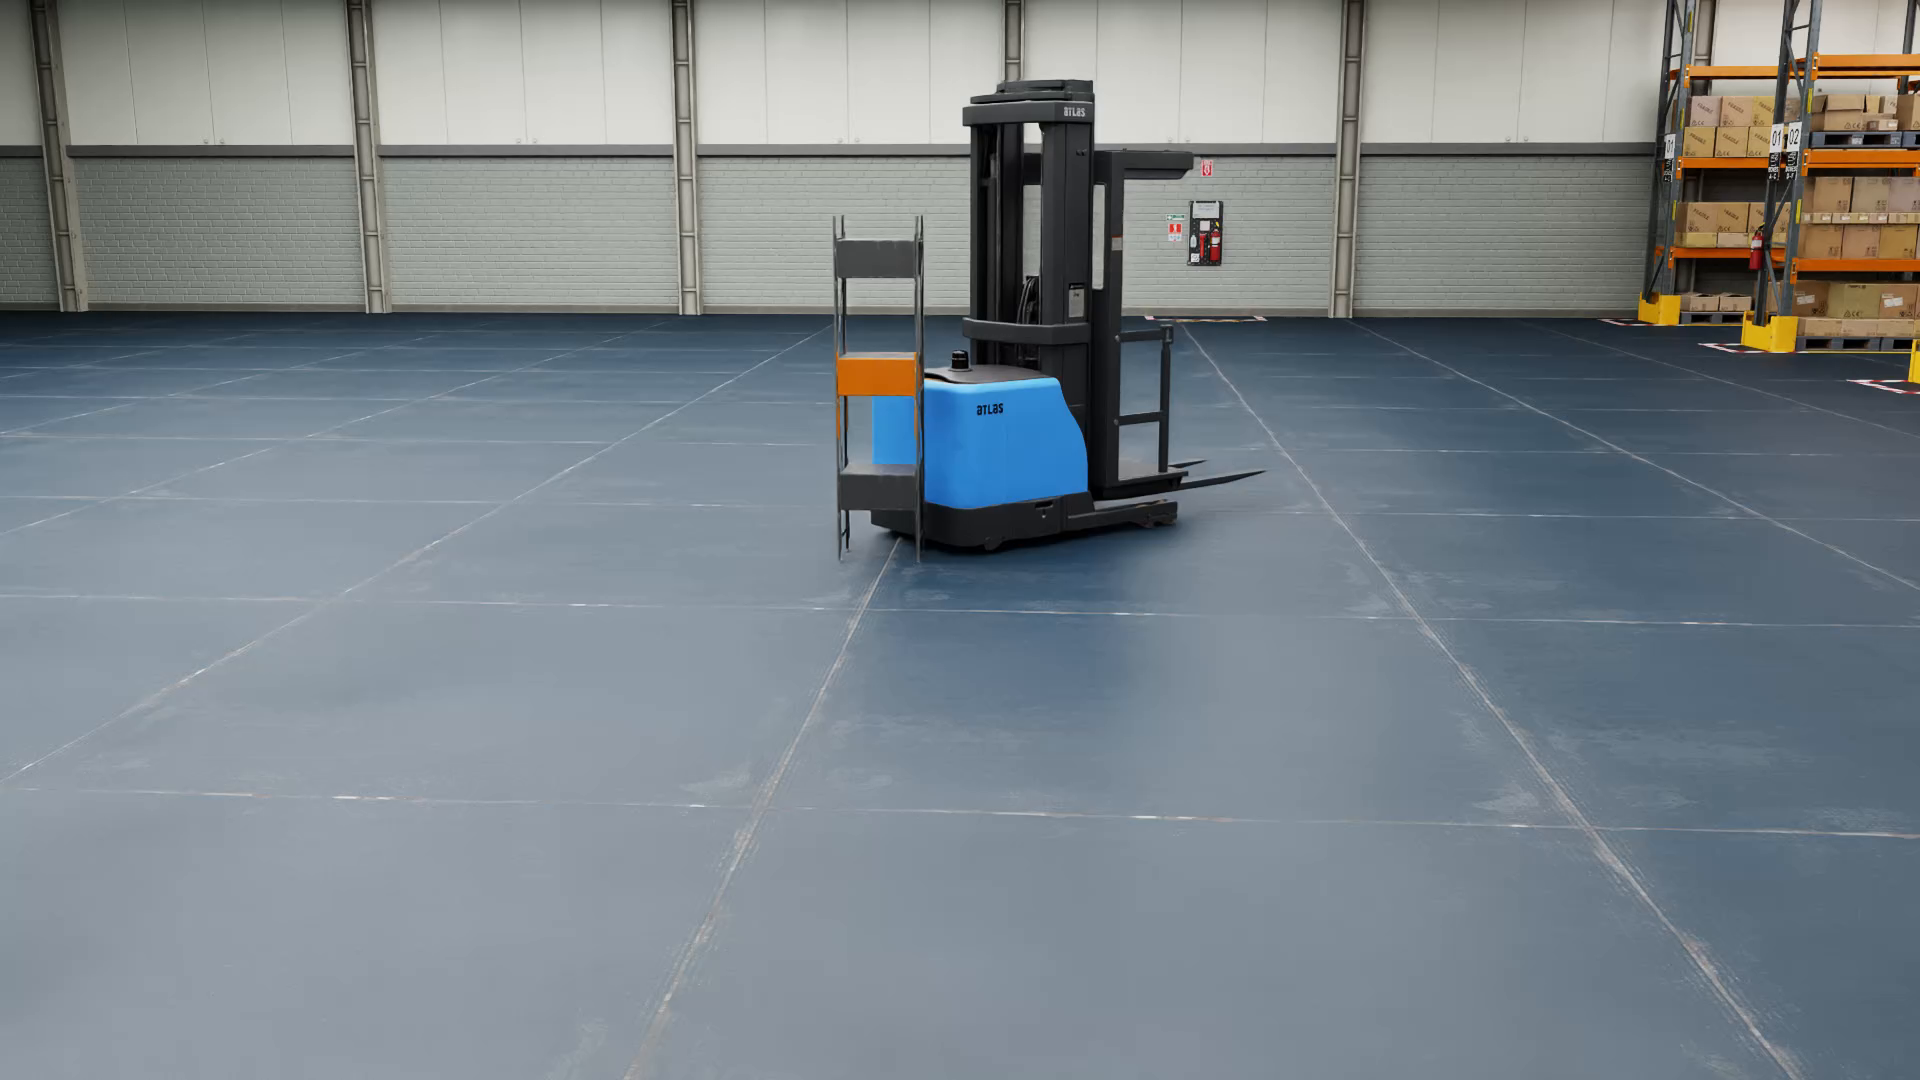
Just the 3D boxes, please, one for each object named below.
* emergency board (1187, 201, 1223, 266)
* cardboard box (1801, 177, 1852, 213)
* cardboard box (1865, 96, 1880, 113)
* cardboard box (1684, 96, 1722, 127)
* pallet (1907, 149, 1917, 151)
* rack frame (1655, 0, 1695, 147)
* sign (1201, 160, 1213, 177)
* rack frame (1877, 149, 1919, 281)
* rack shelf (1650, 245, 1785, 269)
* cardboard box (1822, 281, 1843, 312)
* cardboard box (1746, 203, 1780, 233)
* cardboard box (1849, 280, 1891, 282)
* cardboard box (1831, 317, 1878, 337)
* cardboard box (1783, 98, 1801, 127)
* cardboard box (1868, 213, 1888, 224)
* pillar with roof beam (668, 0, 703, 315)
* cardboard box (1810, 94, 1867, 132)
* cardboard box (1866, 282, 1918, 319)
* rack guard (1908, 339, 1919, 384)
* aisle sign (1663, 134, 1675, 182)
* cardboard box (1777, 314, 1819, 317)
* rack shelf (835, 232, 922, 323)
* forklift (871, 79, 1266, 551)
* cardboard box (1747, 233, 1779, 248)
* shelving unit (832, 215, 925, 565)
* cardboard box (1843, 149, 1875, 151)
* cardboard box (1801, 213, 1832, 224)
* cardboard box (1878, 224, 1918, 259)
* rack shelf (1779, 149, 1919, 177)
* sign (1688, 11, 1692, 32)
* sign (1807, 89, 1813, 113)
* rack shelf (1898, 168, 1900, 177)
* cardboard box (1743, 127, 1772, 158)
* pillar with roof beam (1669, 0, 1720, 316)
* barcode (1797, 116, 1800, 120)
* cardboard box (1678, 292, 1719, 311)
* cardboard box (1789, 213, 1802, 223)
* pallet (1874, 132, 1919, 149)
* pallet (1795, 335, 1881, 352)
[{"bbox_3d":[4.477,-5.580,30.268,0.643,1.169,0.194,1,12,4],"label":"emergency board"},{"bbox_3d":[12.361,-4.951,23.850,0.500,0.500,0.700,1,12,4],"label":"cardboard box"},{"bbox_3d":[15.093,-7.208,27.988,0.500,0.500,0.500,1,12,7],"label":"cardboard box"},{"bbox_3d":[12.539,-7.251,28.193,0.500,0.500,0.500,0,12,0],"label":"cardboard box"},{"bbox_3d":[16.770,-6.581,28.184,1.003,0.211,1.213,1,12,4],"label":"pallet"},{"bbox_3d":[12.171,-8.226,28.263,0.127,3.000,1.000,1,12,4],"label":"rack frame"},{"bbox_3d":[4.476,-6.735,30.128,0.199,0.298,0.001,1,12,4],"label":"sign"},{"bbox_3d":[16.162,-5.235,28.616,0.127,3.000,1.000,1,12,4],"label":"rack frame"},{"bbox_3d":[14.166,-4.910,28.820,4.000,0.370,1.077,1,12,4],"label":"rack shelf"},{"bbox_3d":[15.123,-4.232,28.856,0.500,0.500,0.500,0,12,-1],"label":"cardboard box"},{"bbox_3d":[13.634,-5.508,28.407,0.500,0.500,0.500,0,12,2],"label":"cardboard box"},{"bbox_3d":[13.397,-3.547,24.406,0.500,0.500,0.500,1,12,4],"label":"cardboard box"},{"bbox_3d":[12.863,-3.078,23.996,0.500,0.250,0.500,1,12,4],"label":"cardboard box"},{"bbox_3d":[14.155,-7.328,28.564,0.500,0.500,0.500,1,12,4],"label":"cardboard box"},{"bbox_3d":[12.984,-4.584,23.676,0.250,0.149,0.380,1,12,3],"label":"cardboard box"},{"bbox_3d":[-5.321,-7.760,26.035,0.400,9.000,9.100,1,12,4],"label":"pillar with roof beam"},{"bbox_3d":[12.416,-6.061,23.623,0.637,0.503,0.797,2,12,8],"label":"cardboard box"},{"bbox_3d":[13.362,-3.441,23.898,0.500,0.500,0.500,1,12,4],"label":"cardboard box"},{"bbox_3d":[11.587,-2.050,19.499,0.348,0.500,1.175,1,12,4],"label":"rack guard"},{"bbox_3d":[12.079,-6.501,28.323,0.004,0.787,0.394,1,12,4],"label":"aisle sign"},{"bbox_3d":[12.398,-3.190,24.531,0.500,0.250,0.500,1,12,4],"label":"cardboard box"},{"bbox_3d":[-0.487,-1.591,10.044,0.480,0.518,0.431,1,12,4],"label":"rack shelf"},{"bbox_3d":[0.873,-1.590,11.359,3.031,2.935,1.130,-9,15,-38],"label":"forklift"},{"bbox_3d":[13.663,-5.142,28.490,0.500,0.250,0.500,1,12,3],"label":"cardboard box"},{"bbox_3d":[-0.487,-0.919,10.184,0.503,2.100,0.431,1,12,4],"label":"shelving unit"},{"bbox_3d":[15.137,-6.727,28.134,0.500,0.500,0.500,0,12,-1],"label":"cardboard box"},{"bbox_3d":[12.220,-4.594,23.727,0.250,0.149,0.380,1,12,3],"label":"cardboard box"},{"bbox_3d":[13.327,-4.303,23.918,0.500,0.500,0.700,1,12,4],"label":"cardboard box"},{"bbox_3d":[13.839,-5.366,23.675,4.000,0.370,1.077,1,12,4],"label":"rack shelf"},{"bbox_3d":[12.134,-8.611,27.630,0.005,0.325,0.100,1,12,4],"label":"sign"},{"bbox_3d":[11.800,-6.099,23.093,0.005,0.325,0.100,1,12,4],"label":"sign"},{"bbox_3d":[18.157,-6.323,28.252,4.000,0.370,1.077,1,12,4],"label":"rack shelf"},{"bbox_3d":[13.539,-6.740,28.192,0.500,0.500,0.500,1,12,6],"label":"cardboard box"},{"bbox_3d":[12.639,-7.513,24.858,0.400,9.000,9.100,1,12,4],"label":"pillar with roof beam"},{"bbox_3d":[12.177,-6.124,24.124,0.075,0.075,0.001,1,12,4],"label":"barcode"},{"bbox_3d":[12.855,-4.161,28.975,0.500,0.311,0.500,-1,12,-3],"label":"cardboard box"},{"bbox_3d":[12.237,-4.677,24.124,0.250,0.149,0.380,1,12,3],"label":"cardboard box"},{"bbox_3d":[13.768,-5.671,23.593,1.213,0.211,1.003,1,12,4],"label":"pallet"},{"bbox_3d":[12.609,-2.911,24.316,1.213,0.211,1.003,1,12,4],"label":"pallet"}]
